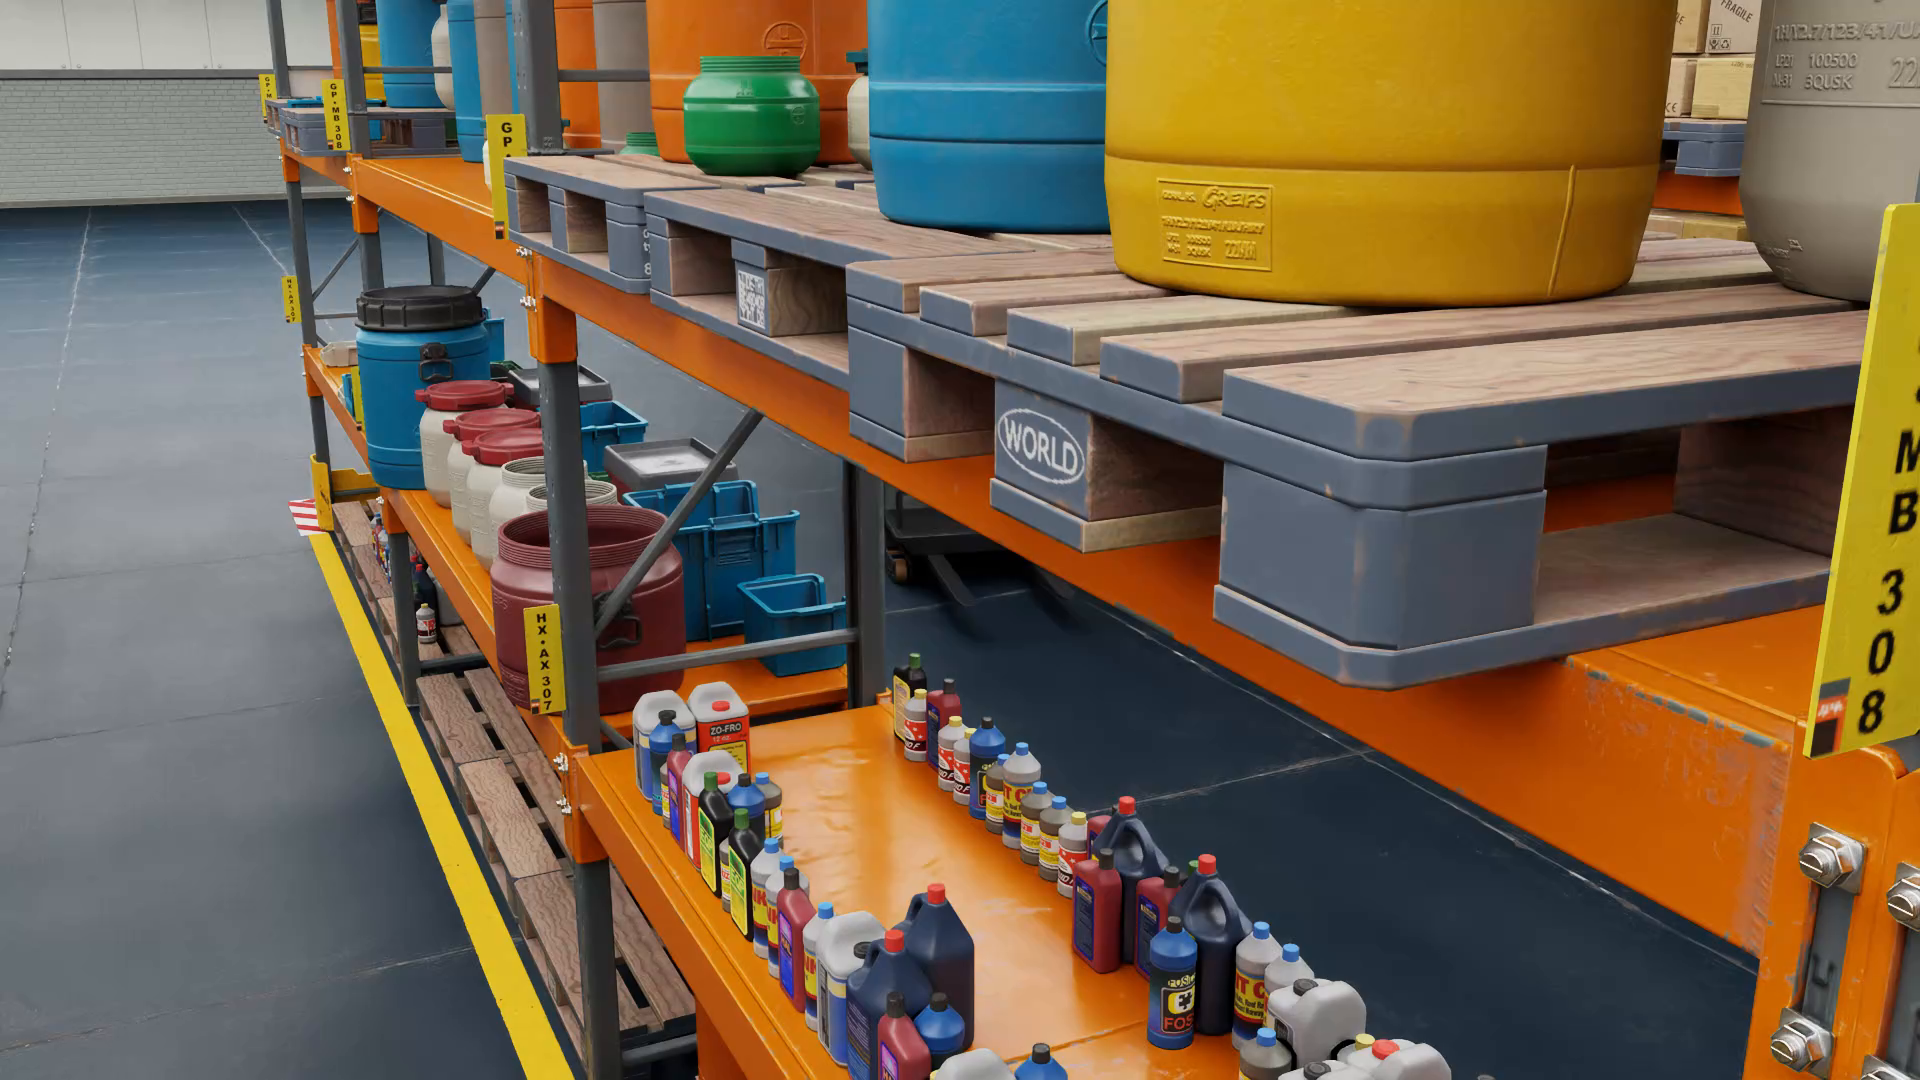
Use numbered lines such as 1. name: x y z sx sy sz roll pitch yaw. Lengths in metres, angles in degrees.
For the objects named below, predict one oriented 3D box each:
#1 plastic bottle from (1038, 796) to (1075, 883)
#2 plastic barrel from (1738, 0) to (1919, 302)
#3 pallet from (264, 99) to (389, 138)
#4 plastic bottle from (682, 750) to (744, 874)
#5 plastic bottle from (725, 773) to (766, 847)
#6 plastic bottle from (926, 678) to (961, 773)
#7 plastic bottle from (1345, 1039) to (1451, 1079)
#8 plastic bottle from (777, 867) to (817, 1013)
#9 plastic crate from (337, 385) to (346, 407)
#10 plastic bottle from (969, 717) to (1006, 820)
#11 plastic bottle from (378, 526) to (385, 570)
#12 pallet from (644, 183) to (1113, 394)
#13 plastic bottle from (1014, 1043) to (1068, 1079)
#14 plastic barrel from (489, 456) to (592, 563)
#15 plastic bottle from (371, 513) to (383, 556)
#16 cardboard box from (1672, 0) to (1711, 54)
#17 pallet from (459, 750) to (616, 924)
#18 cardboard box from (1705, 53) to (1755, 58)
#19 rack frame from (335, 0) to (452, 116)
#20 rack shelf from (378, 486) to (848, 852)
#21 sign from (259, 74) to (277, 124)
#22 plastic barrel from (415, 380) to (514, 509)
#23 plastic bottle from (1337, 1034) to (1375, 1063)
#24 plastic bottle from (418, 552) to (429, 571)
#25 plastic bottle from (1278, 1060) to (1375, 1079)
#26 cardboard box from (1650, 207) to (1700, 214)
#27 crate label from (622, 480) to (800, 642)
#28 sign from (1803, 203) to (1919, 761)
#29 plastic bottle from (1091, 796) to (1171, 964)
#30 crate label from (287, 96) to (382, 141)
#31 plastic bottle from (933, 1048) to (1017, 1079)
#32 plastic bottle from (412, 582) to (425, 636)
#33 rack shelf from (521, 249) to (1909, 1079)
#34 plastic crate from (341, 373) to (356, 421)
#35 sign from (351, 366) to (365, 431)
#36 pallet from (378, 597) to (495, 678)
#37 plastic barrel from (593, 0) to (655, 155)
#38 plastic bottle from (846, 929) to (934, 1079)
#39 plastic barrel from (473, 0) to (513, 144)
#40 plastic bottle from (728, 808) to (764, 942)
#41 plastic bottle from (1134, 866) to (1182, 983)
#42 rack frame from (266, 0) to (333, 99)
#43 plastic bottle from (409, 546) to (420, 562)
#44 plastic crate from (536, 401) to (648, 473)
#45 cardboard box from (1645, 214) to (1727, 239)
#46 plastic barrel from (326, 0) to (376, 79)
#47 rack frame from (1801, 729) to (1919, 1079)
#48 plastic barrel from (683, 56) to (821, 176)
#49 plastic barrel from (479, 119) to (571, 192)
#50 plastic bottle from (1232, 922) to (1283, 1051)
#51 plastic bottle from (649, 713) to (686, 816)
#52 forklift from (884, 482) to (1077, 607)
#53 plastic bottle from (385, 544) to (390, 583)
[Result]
1. plastic bottle: 0.243 0.734 4.114 0.097 0.201 0.097 0 16 0
2. plastic barrel: 1.039 -0.521 1.682 0.433 0.535 0.433 0 16 0
3. pallet: -3.939 -2.761 10.837 1.003 0.211 1.213 -8 18 -25
4. plastic bottle: -0.607 0.678 4.176 0.152 0.276 0.135 -8 18 -25
5. plastic bottle: -0.526 0.705 4.090 0.097 0.271 0.097 0 16 0
6. plastic bottle: -0.047 0.519 4.715 0.061 0.283 0.133 -8 18 -25
7. plastic bottle: 0.778 1.018 2.990 0.152 0.276 0.135 -8 18 -25
8. plastic bottle: -0.344 0.852 3.557 0.061 0.283 0.133 -8 18 -25
9. plastic crate: -3.400 -0.880 9.857 0.530 0.136 0.437 -8 18 -25
10. plastic bottle: 0.073 0.604 4.441 0.097 0.271 0.097 0 16 0
11. plastic bottle: -3.549 0.046 10.302 0.097 0.271 0.097 0 16 0
12. pallet: 0.113 -0.466 2.839 1.003 0.211 1.213 -8 18 -25
13. plastic bottle: 0.143 1.026 2.971 0.097 0.271 0.097 0 16 0
14. plastic barrel: -1.536 -0.030 6.216 0.421 0.512 0.421 0 16 0
15. plastic bottle: -3.699 -0.039 10.599 0.097 0.271 0.097 0 16 0
16. cardboard box: 5.731 -4.039 12.919 0.500 0.500 0.500 -7 17 -22
17. pallet: -1.543 1.199 7.191 1.003 0.211 1.213 -8 18 -25
18. cardboard box: 6.000 -3.427 12.601 0.500 0.500 0.500 -7 17 -23
19. rack frame: -2.461 -3.518 7.697 1.000 3.000 0.127 -8 18 -25
20. rack shelf: -1.585 0.207 6.896 1.077 0.370 4.000 -8 18 -25
21. sign: -4.709 -3.007 11.338 0.100 0.325 0.005 -8 18 -25
22. plastic barrel: -2.239 -0.436 7.587 0.433 0.535 0.433 0 16 0
23. plastic bottle: 0.752 1.022 3.112 0.097 0.201 0.097 0 16 0
24. plastic bottle: -3.147 0.188 9.784 0.061 0.283 0.133 -8 18 -25
25. plastic bottle: 0.641 1.037 2.926 0.152 0.276 0.135 -8 18 -25
26. cardboard box: 5.990 -2.525 13.986 0.500 0.500 0.500 -7 17 -23
27. crate label: -0.900 0.061 6.036 0.502 0.435 0.616 -8 18 -25
28. sign: 0.549 -0.031 0.967 0.100 0.325 0.005 -8 18 -25
29. plastic bottle: 0.385 0.757 3.763 0.144 0.351 0.185 -8 18 -25
30. crate label: -3.690 -2.493 9.831 0.502 0.251 0.408 -8 18 -25
31. plastic bottle: 0.039 1.043 2.902 0.152 0.276 0.135 -8 18 -25
32. plastic bottle: -2.968 0.380 9.115 0.061 0.283 0.133 -7 17 -22
33. rack shelf: 0.168 -0.243 3.026 1.077 0.370 4.000 -8 18 -25
34. plastic crate: -3.190 -0.805 9.387 0.499 0.251 0.616 -8 18 -25
35. sign: -2.960 -0.704 8.264 0.100 0.325 0.005 -8 18 -25
36. pallet: -2.717 0.534 9.507 1.003 0.211 1.213 -8 18 -25
37. plastic barrel: -0.873 -1.556 5.386 0.600 0.901 0.600 0 16 0
38. plastic bottle: -0.135 0.911 3.227 0.144 0.351 0.185 -8 18 -25
39. plastic barrel: -1.756 -2.055 7.129 0.600 0.901 0.600 0 16 0
40. plastic bottle: -0.488 0.770 3.840 0.061 0.283 0.133 -8 18 -25
41. plastic bottle: 0.438 0.832 3.626 0.061 0.283 0.133 -8 18 -25
42. rack frame: -4.213 -4.510 11.153 1.000 3.000 0.127 -8 18 -25
43. plastic bottle: -3.227 0.175 9.709 0.144 0.351 0.185 -8 18 -25
44. plastic crate: -1.698 -0.391 7.705 0.392 0.384 0.575 -8 18 -25
45. cardboard box: 5.736 -2.333 13.318 0.500 0.500 0.500 -8 18 -25
46. plastic barrel: -3.886 -3.372 11.083 0.600 0.830 0.708 -8 18 -25
47. rack frame: 1.044 1.349 1.612 1.000 3.000 0.127 -8 18 -25
48. plastic barrel: -0.451 -0.921 3.606 0.294 0.245 0.294 0 16 0
49. plastic barrel: -1.475 -1.305 5.674 0.301 0.262 0.301 0 16 0
50. plastic bottle: 0.608 0.907 3.387 0.097 0.271 0.097 0 16 0
51. plastic bottle: -0.783 0.597 4.464 0.097 0.271 0.097 0 16 0
52. forklift: 0.038 -1.239 10.755 1.130 2.935 3.031 -3 16 -12
53. plastic bottle: -3.416 0.121 10.041 0.097 0.271 0.097 0 16 0
